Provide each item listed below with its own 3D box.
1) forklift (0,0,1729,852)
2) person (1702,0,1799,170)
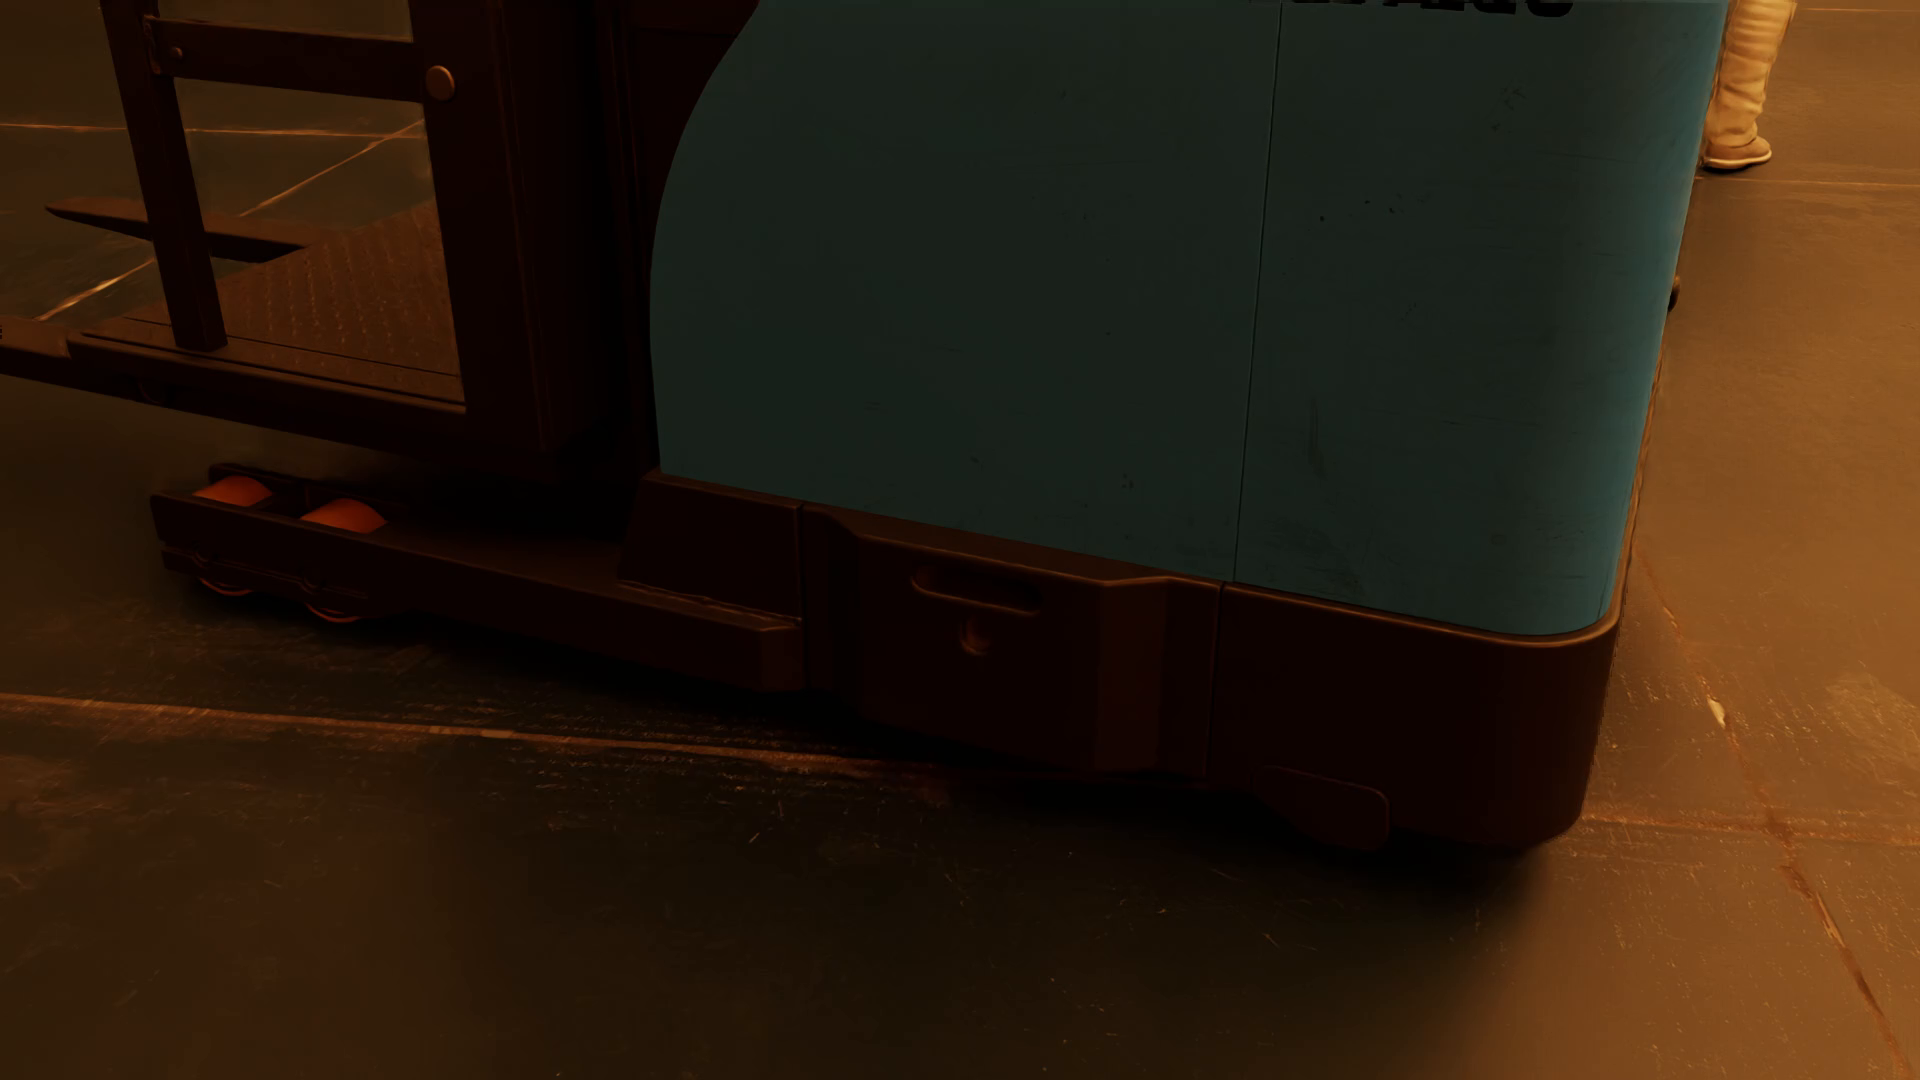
[{"bbox_3d":[-0.565,-1.401,2.025,3.031,2.935,1.130,11,29,21],"label":"forklift"},{"bbox_3d":[2.044,-1.824,4.328,0.552,1.682,0.465,22,34,36],"label":"person"}]
